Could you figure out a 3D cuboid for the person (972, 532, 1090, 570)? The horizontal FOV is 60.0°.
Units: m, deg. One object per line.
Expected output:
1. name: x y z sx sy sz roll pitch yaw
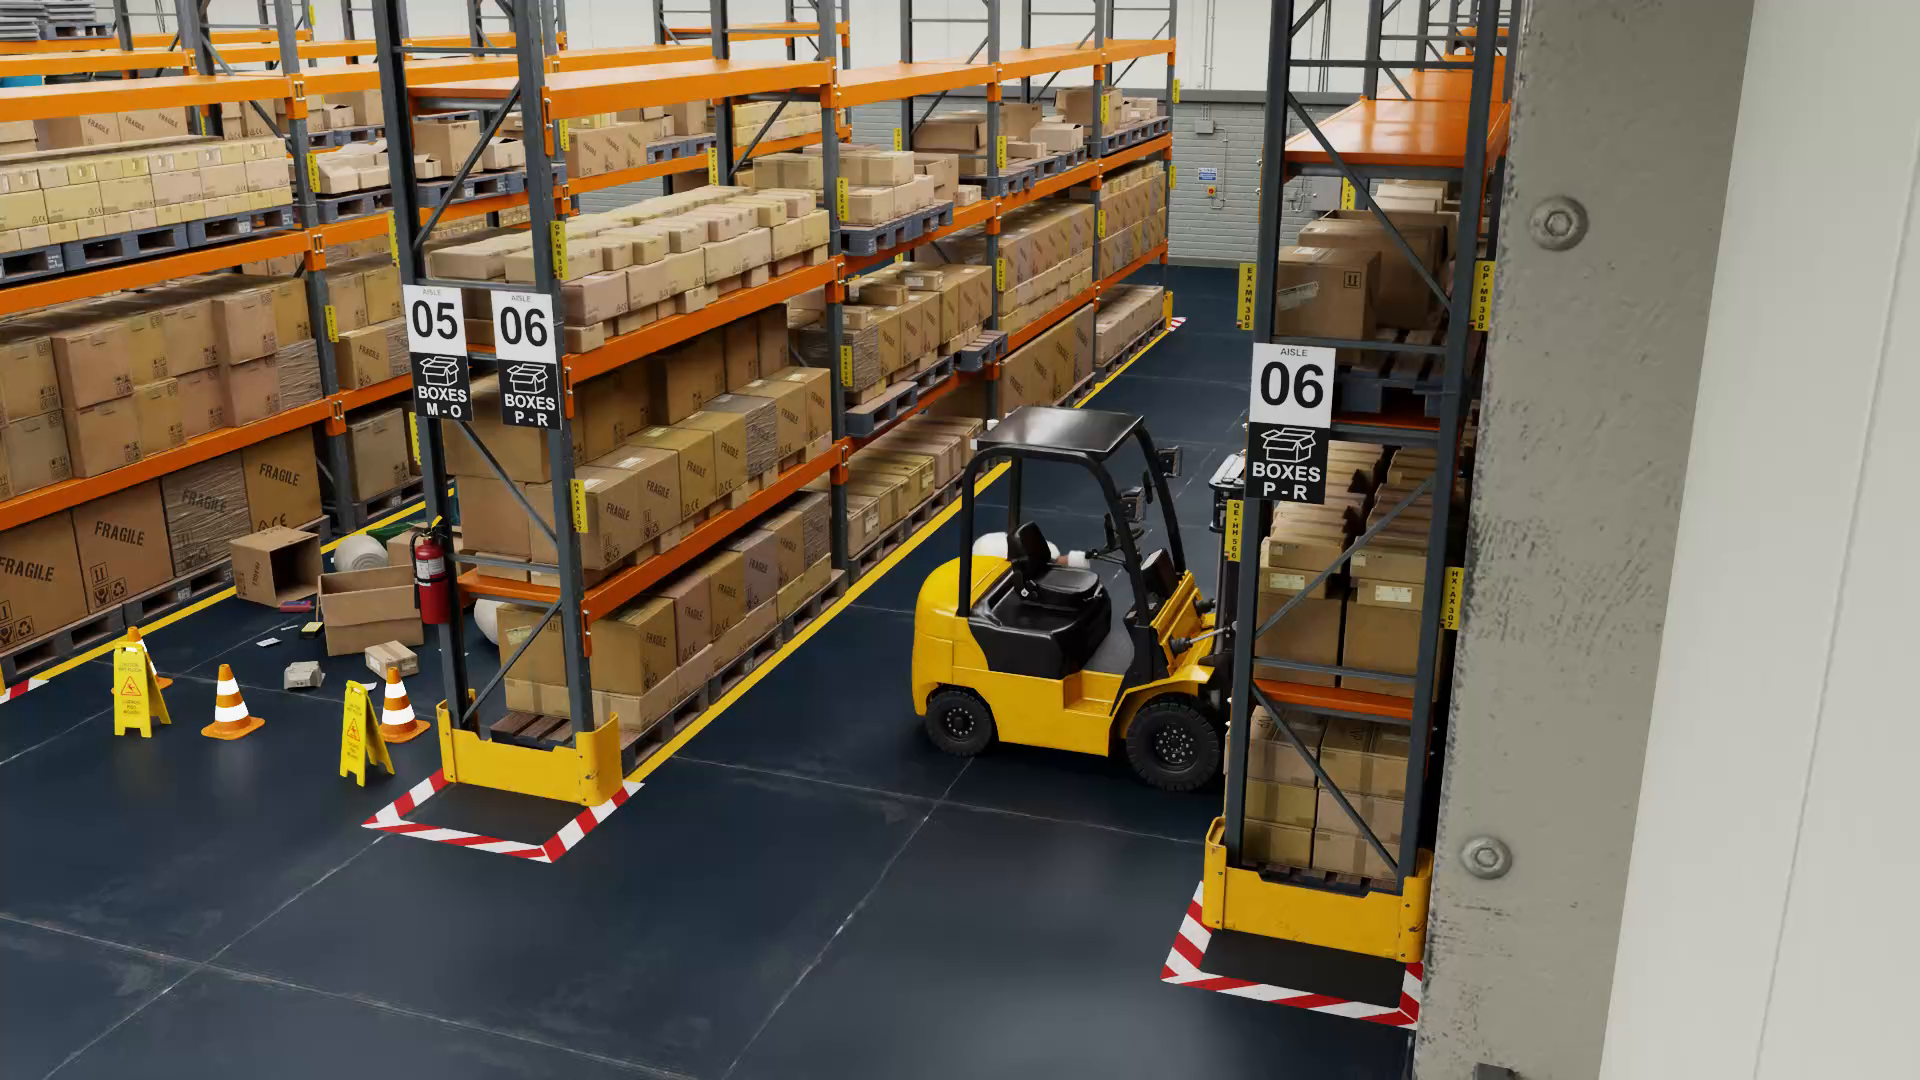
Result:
1. person: 0.518 0.380 12.869 0.980 0.862 0.517 6 19 16
